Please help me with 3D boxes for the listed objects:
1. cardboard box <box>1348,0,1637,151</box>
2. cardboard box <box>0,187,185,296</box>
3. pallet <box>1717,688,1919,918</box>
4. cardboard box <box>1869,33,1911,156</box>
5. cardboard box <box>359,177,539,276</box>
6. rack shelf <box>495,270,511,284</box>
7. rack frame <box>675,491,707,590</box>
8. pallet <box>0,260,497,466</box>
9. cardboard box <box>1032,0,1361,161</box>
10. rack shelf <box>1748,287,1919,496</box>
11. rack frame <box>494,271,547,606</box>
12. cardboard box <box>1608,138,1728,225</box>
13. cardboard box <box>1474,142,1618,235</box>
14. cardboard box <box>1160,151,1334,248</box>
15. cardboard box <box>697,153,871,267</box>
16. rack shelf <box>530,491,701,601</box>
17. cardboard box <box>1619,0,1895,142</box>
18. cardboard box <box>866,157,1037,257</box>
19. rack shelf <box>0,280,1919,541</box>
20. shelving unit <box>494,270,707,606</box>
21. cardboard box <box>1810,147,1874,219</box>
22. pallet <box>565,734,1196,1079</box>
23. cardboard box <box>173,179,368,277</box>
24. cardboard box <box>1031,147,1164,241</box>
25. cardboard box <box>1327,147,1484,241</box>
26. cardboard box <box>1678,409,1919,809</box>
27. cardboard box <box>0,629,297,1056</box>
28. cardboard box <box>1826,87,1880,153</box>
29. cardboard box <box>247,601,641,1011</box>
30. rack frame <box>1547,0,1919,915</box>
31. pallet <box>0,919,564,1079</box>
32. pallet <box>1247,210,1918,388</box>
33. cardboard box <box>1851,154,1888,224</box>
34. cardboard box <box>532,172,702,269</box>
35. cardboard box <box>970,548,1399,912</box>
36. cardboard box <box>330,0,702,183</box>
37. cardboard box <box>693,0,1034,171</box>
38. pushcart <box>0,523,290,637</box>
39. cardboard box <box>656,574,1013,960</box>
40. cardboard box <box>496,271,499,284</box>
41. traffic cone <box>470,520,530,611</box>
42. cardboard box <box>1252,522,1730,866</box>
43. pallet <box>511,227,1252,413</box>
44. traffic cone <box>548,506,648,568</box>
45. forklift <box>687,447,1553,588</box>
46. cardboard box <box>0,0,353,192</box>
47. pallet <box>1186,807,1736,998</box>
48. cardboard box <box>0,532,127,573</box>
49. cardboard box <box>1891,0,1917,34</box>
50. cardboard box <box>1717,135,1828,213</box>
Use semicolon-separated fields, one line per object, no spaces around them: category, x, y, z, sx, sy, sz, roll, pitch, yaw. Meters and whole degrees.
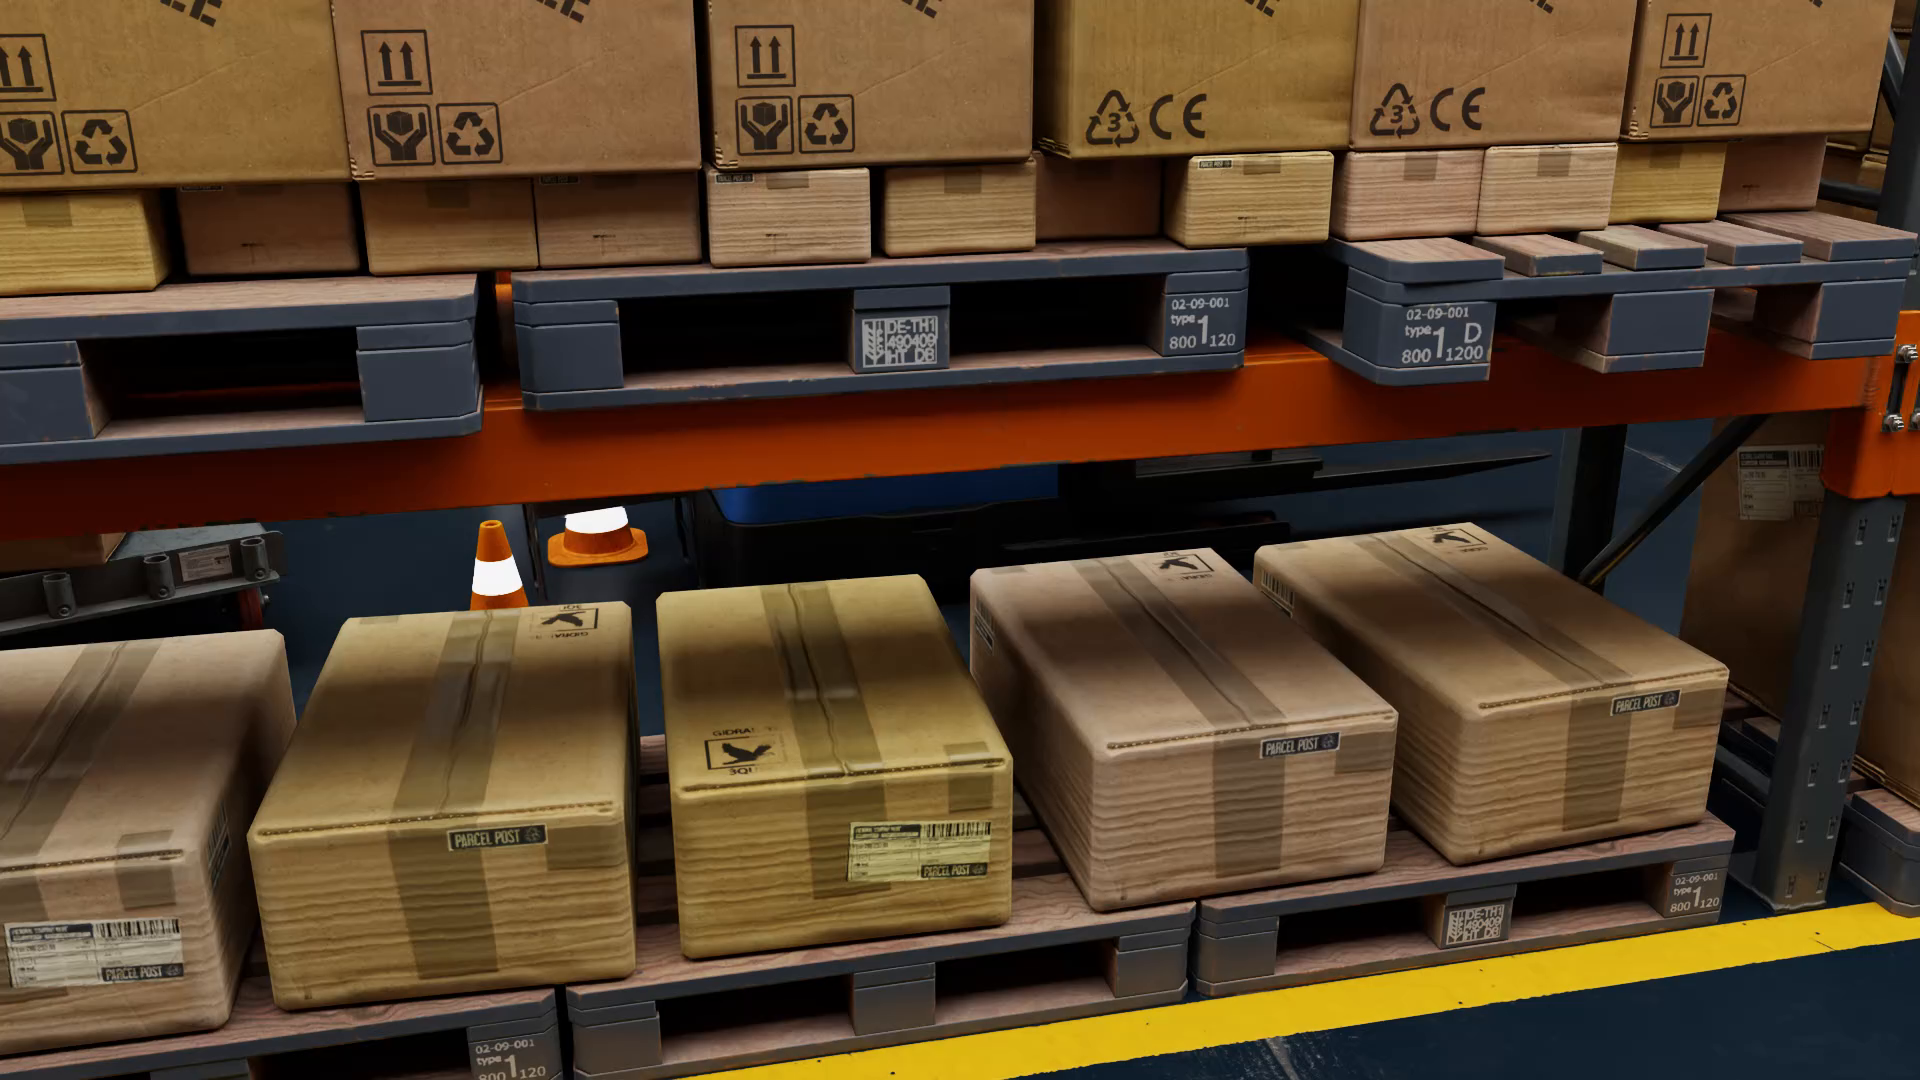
cardboard box;0.830;-0.979;2.937;0.500;0.500;0.500;-5;21;-13
cardboard box;-1.328;-0.486;2.535;0.250;0.149;0.380;-4;21;-11
pallet;2.494;0.504;4.133;1.213;0.211;1.003;-5;21;-12
cardboard box;2.259;-0.890;3.375;0.500;0.250;0.500;-5;21;-13
cardboard box;-0.810;-0.540;2.683;0.250;0.149;0.380;-4;21;-12
rack shelf;-1.152;-0.816;4.978;0.480;0.518;0.431;-9;21;-16
rack frame;-0.921;-0.867;5.041;0.015;2.100;0.400;-9;21;-16
pallet;-1.406;-0.374;2.752;1.213;0.211;1.003;-5;21;-12
cardboard box;0.339;-0.938;2.827;0.500;0.500;0.500;-6;21;-16
rack shelf;3.656;-0.589;4.107;4.000;0.370;1.077;-5;21;-12
rack frame;-1.384;-0.790;4.906;0.015;2.100;0.400;-9;21;-16
cardboard box;1.200;-0.698;3.113;0.250;0.149;0.380;-4;21;-12
cardboard box;0.965;-0.663;3.017;0.250;0.149;0.380;-5;21;-13
cardboard box;0.454;-0.619;2.898;0.250;0.149;0.380;-4;21;-12
cardboard box;-0.298;-0.563;2.745;0.250;0.149;0.380;-4;20;-10
rack shelf;-1.112;-0.158;5.214;0.480;0.518;0.431;-9;21;-16
cardboard box;1.331;-1.023;3.059;0.500;0.500;0.500;-5;21;-14
cardboard box;-0.045;-0.594;2.829;0.250;0.149;0.380;-5;21;-14
rack shelf;-0.237;-0.272;3.243;4.000;0.370;1.077;-5;21;-12
shelving unit;-1.153;-0.829;4.974;0.503;2.100;0.431;-9;21;-16
cardboard box;2.142;-0.825;3.924;0.500;0.250;0.500;-5;21;-14
pallet;-0.237;0.698;3.603;1.213;0.211;1.003;-5;21;-12
cardboard box;-1.070;-0.534;2.666;0.250;0.149;0.380;-3;20;-9
cardboard box;0.180;-0.641;2.959;0.250;0.149;0.380;-4;21;-12
cardboard box;0.718;-0.645;2.970;0.250;0.149;0.380;-6;21;-15
cardboard box;2.400;0.005;3.918;0.875;0.875;0.875;-5;21;-13
cardboard box;-1.674;0.543;3.183;0.625;0.372;0.950;-4;21;-12
cardboard box;2.122;-1.056;3.828;0.500;0.250;0.500;-5;21;-13
cardboard box;-0.975;0.484;3.341;0.625;0.372;0.950;-3;20;-9
rack frame;1.709;-0.768;3.551;0.127;3.000;1.000;-5;21;-12
pallet;-1.426;0.795;3.336;1.213;0.211;1.003;-5;21;-12
pallet;1.040;-0.586;3.333;1.003;0.211;1.213;-5;21;-12
cardboard box;2.243;-0.653;3.453;0.500;0.250;0.500;-5;21;-13
cardboard box;-0.569;-0.559;2.735;0.250;0.149;0.380;-4;21;-12
cardboard box;0.441;0.371;3.651;0.625;0.372;0.950;-5;21;-14
cardboard box;-0.690;-0.851;2.589;0.500;0.500;0.500;-5;21;-13
cardboard box;-0.192;-0.895;2.710;0.500;0.500;0.500;-6;21;-15
pushcart;-2.757;0.020;5.211;0.936;0.377;1.648;-13;24;-31
cardboard box;-0.298;0.429;3.493;0.625;0.372;0.950;-4;20;-11
cardboard box;-1.898;-1.396;7.925;0.750;0.750;1.050;-5;21;-12
traffic cone;-1.299;0.173;4.671;0.334;0.463;0.336;-5;21;-12
cardboard box;1.157;0.310;3.818;0.625;0.372;0.950;-6;21;-16
pallet;-0.208;-0.508;3.119;1.213;0.211;1.003;-5;21;-12
traffic cone;-1.247;-0.185;5.647;0.334;0.463;0.336;-5;21;-12
forklift;0.599;-1.438;5.478;3.031;2.935;1.130;-6;21;-16
cardboard box;-1.174;-0.817;2.495;0.500;0.500;0.500;-5;21;-12
pallet;0.948;0.602;3.864;1.213;0.211;1.003;-5;21;-12
cardboard box;-2.622;-0.227;4.607;0.500;0.500;0.500;-5;21;-12
cardboard box;2.245;-1.242;3.245;0.500;0.500;0.500;-5;21;-14
cardboard box;1.444;-0.743;3.237;0.250;0.149;0.380;-4;20;-10
